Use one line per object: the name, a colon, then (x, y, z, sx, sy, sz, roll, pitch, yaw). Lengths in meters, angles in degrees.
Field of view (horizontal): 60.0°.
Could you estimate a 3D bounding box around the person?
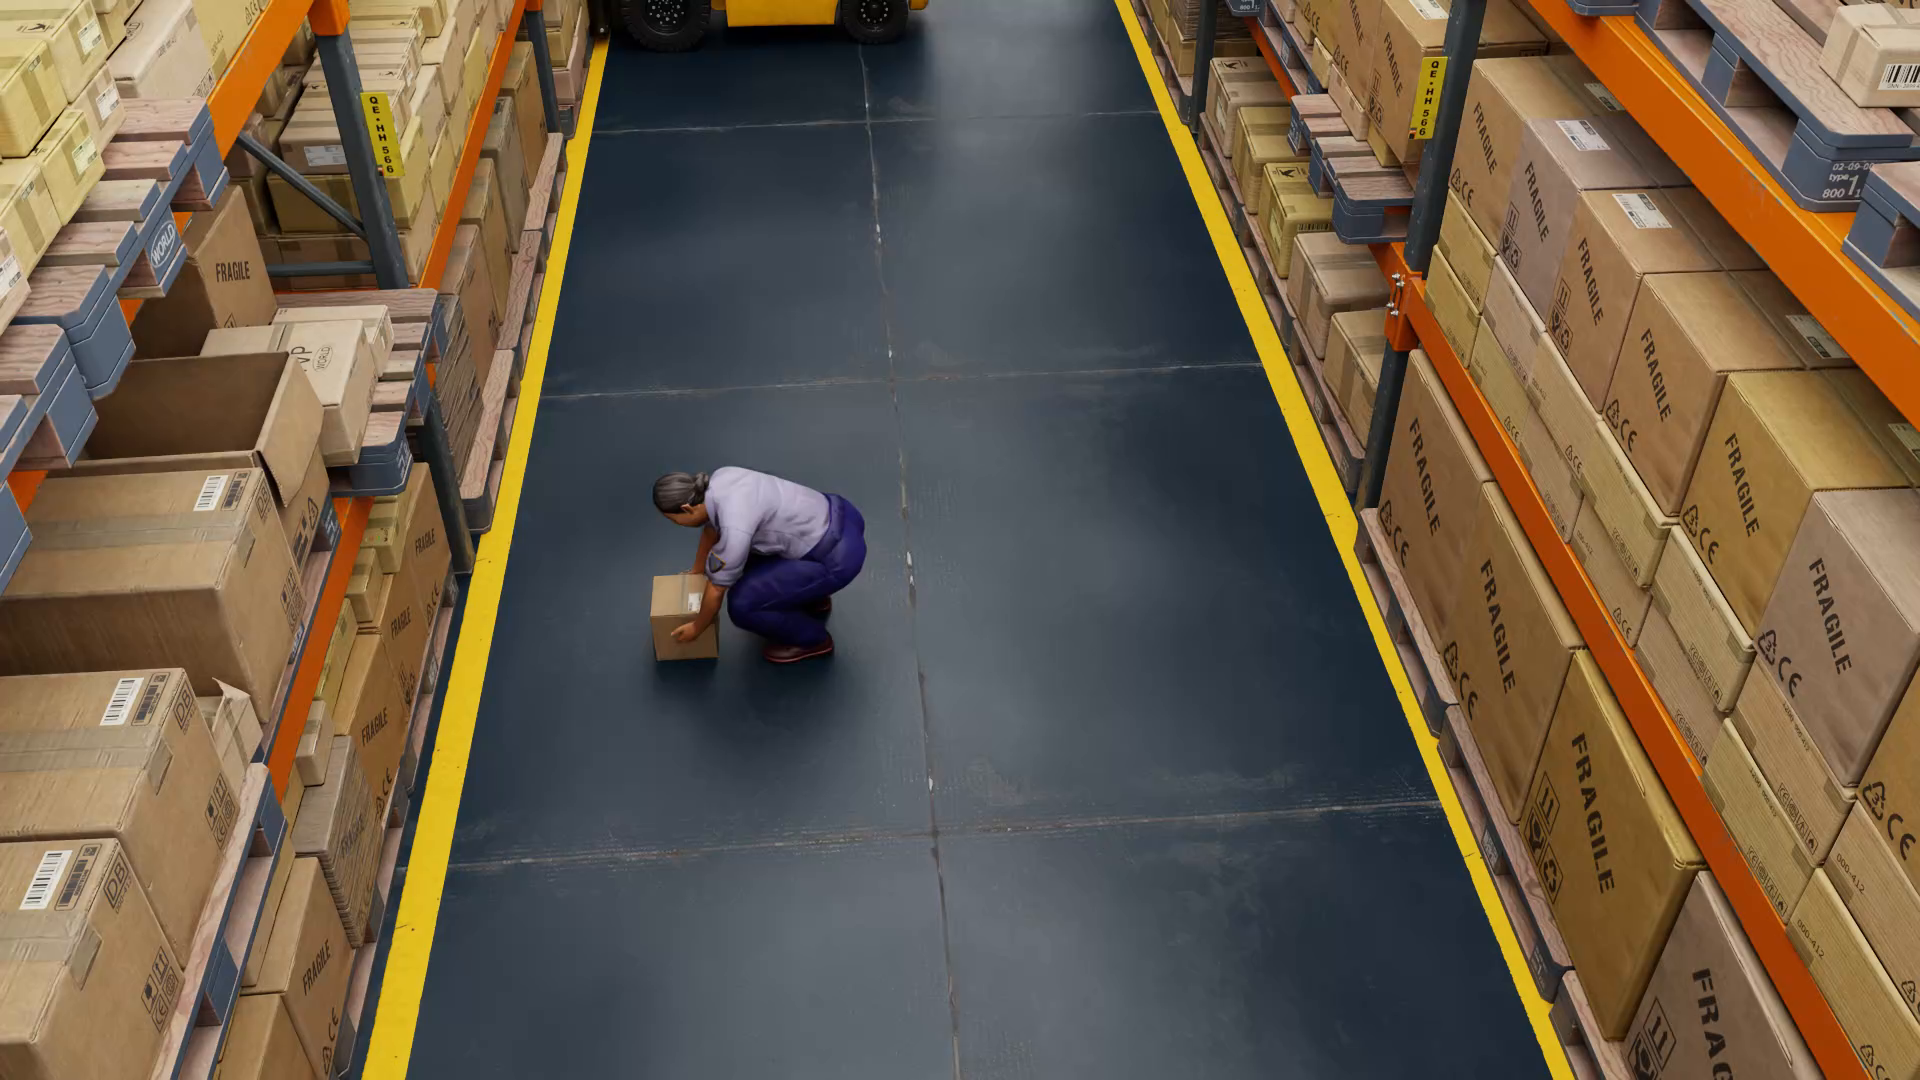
person: (-0.788, 0.054, 6.696, 0.822, 0.902, 0.526, -3, 39, -4)
